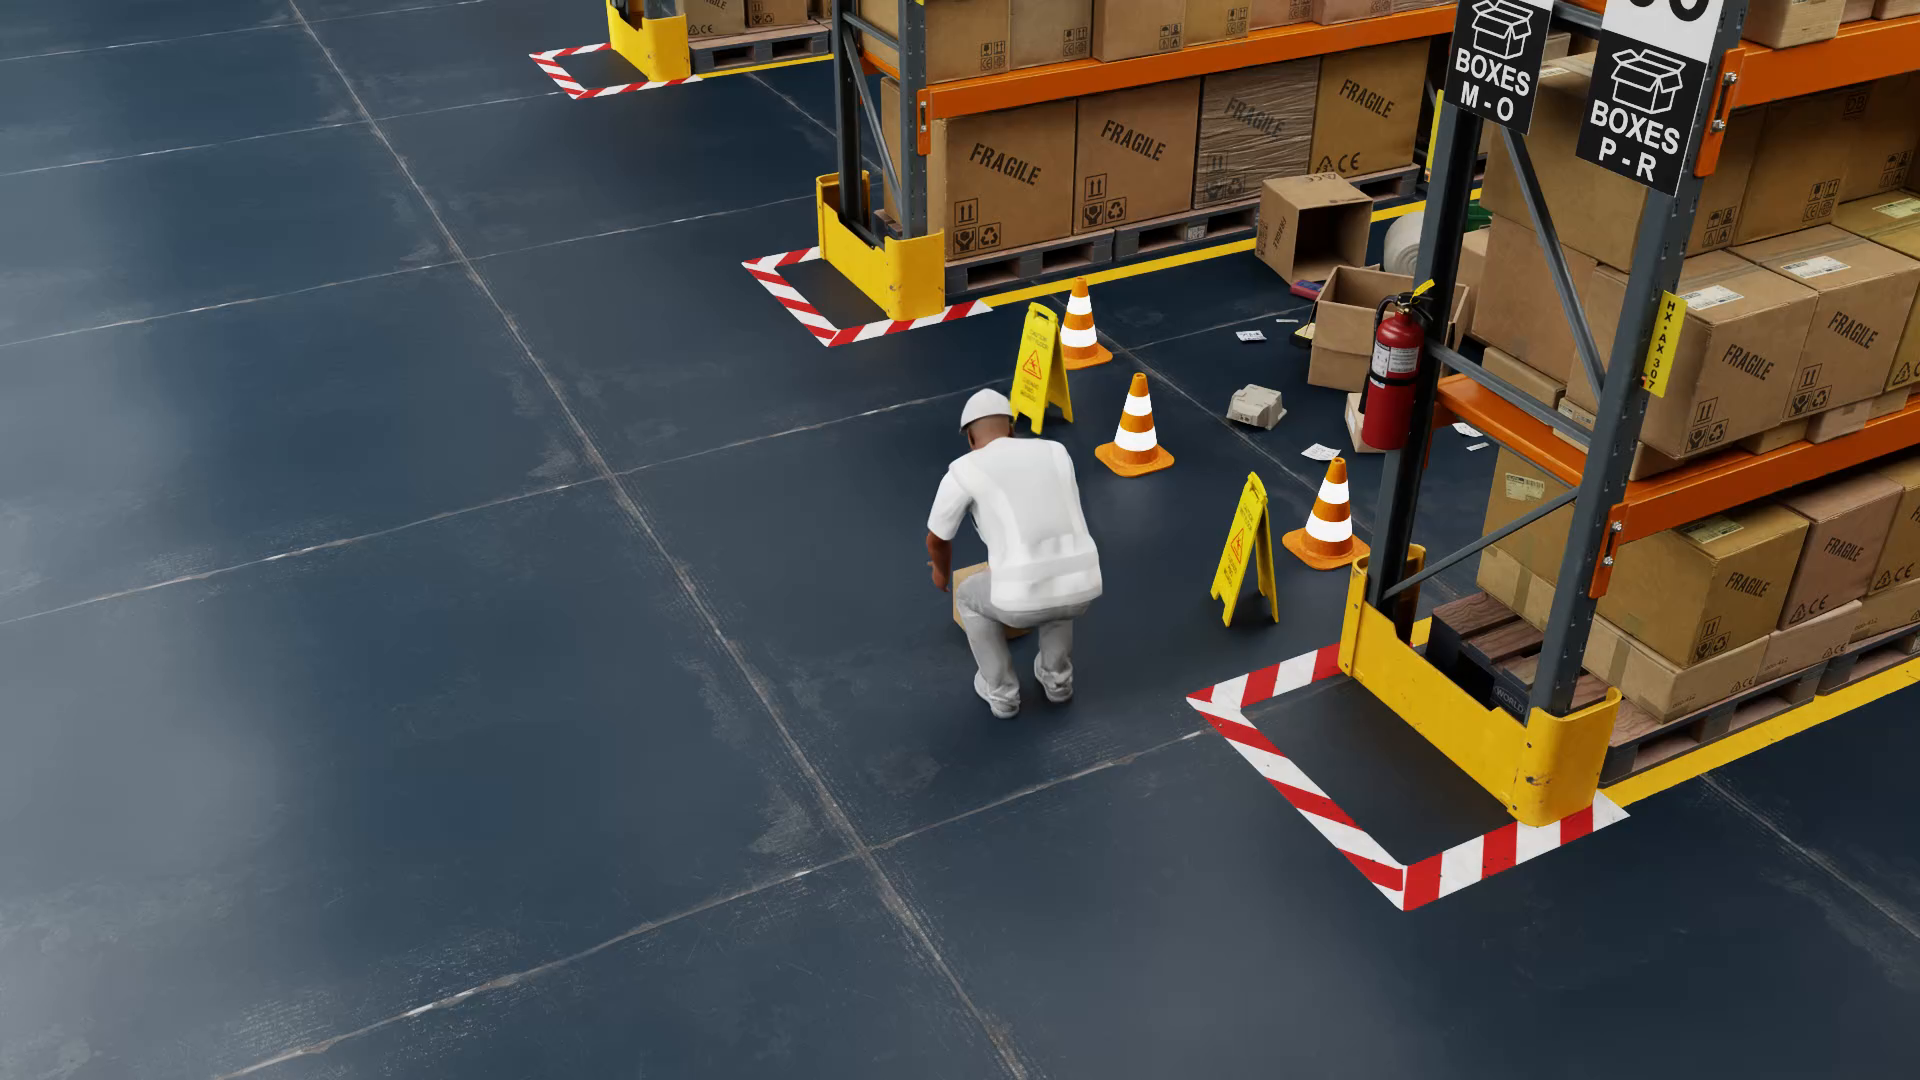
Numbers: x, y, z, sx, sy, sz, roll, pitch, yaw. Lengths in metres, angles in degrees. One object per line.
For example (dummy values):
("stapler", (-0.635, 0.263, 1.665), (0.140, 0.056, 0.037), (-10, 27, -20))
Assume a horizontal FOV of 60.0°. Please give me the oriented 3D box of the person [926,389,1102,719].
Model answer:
("person", (0.204, 0.084, 6.515), (0.619, 1.196, 0.847), (-9, 34, -14))
